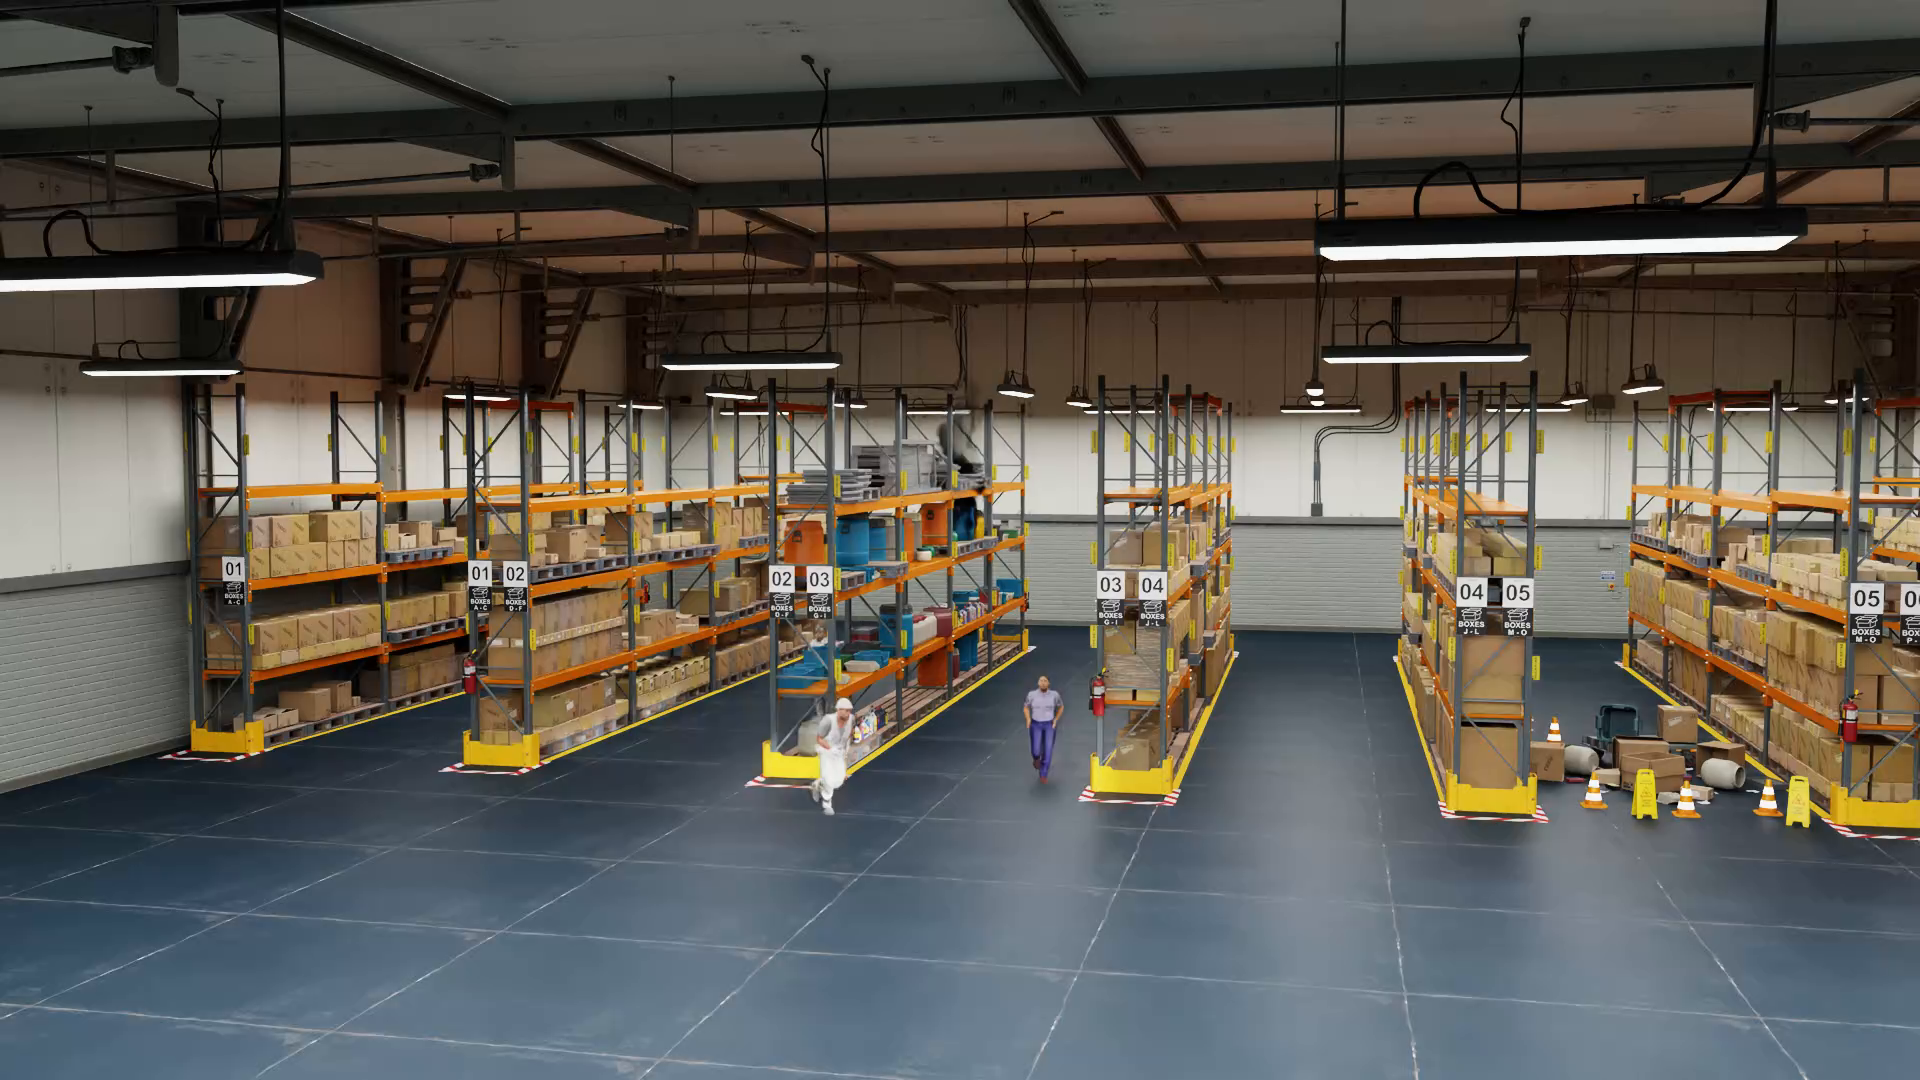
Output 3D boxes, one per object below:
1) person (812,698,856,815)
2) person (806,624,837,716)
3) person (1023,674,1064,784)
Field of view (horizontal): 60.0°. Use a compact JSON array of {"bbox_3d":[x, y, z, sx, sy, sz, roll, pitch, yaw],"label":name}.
[{"bbox_3d":[-1.691,2.918,22.524,0.663,1.625,0.834,-3,4,-39],"label":"person"},{"bbox_3d":[-2.521,2.403,30.383,0.664,1.751,0.547,1,3,13],"label":"person"},{"bbox_3d":[1.248,2.842,24.795,0.608,1.539,0.598,0,3,3],"label":"person"}]
